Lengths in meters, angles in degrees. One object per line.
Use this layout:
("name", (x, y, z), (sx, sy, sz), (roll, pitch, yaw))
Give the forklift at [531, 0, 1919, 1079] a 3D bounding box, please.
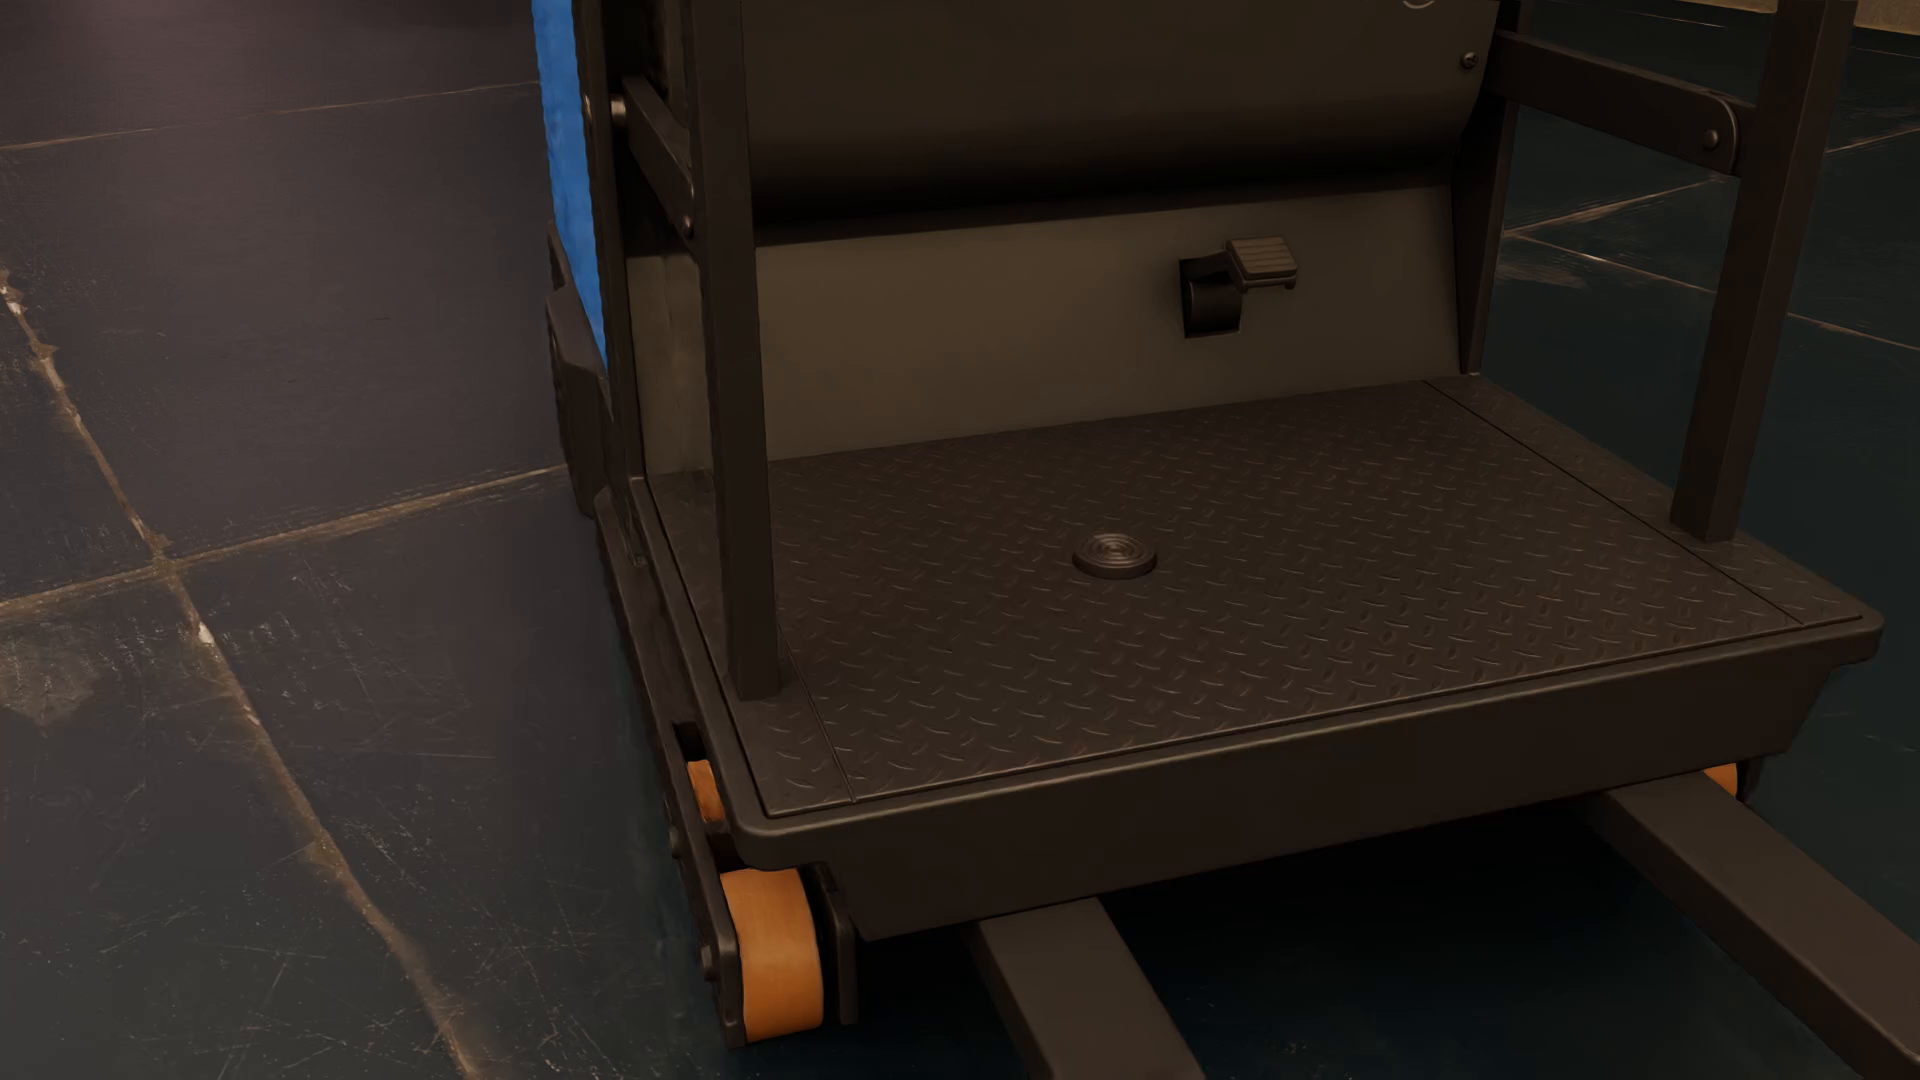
("forklift", (0.210, -1.043, 1.310), (1.130, 2.935, 3.031), (-8, 28, -16))
